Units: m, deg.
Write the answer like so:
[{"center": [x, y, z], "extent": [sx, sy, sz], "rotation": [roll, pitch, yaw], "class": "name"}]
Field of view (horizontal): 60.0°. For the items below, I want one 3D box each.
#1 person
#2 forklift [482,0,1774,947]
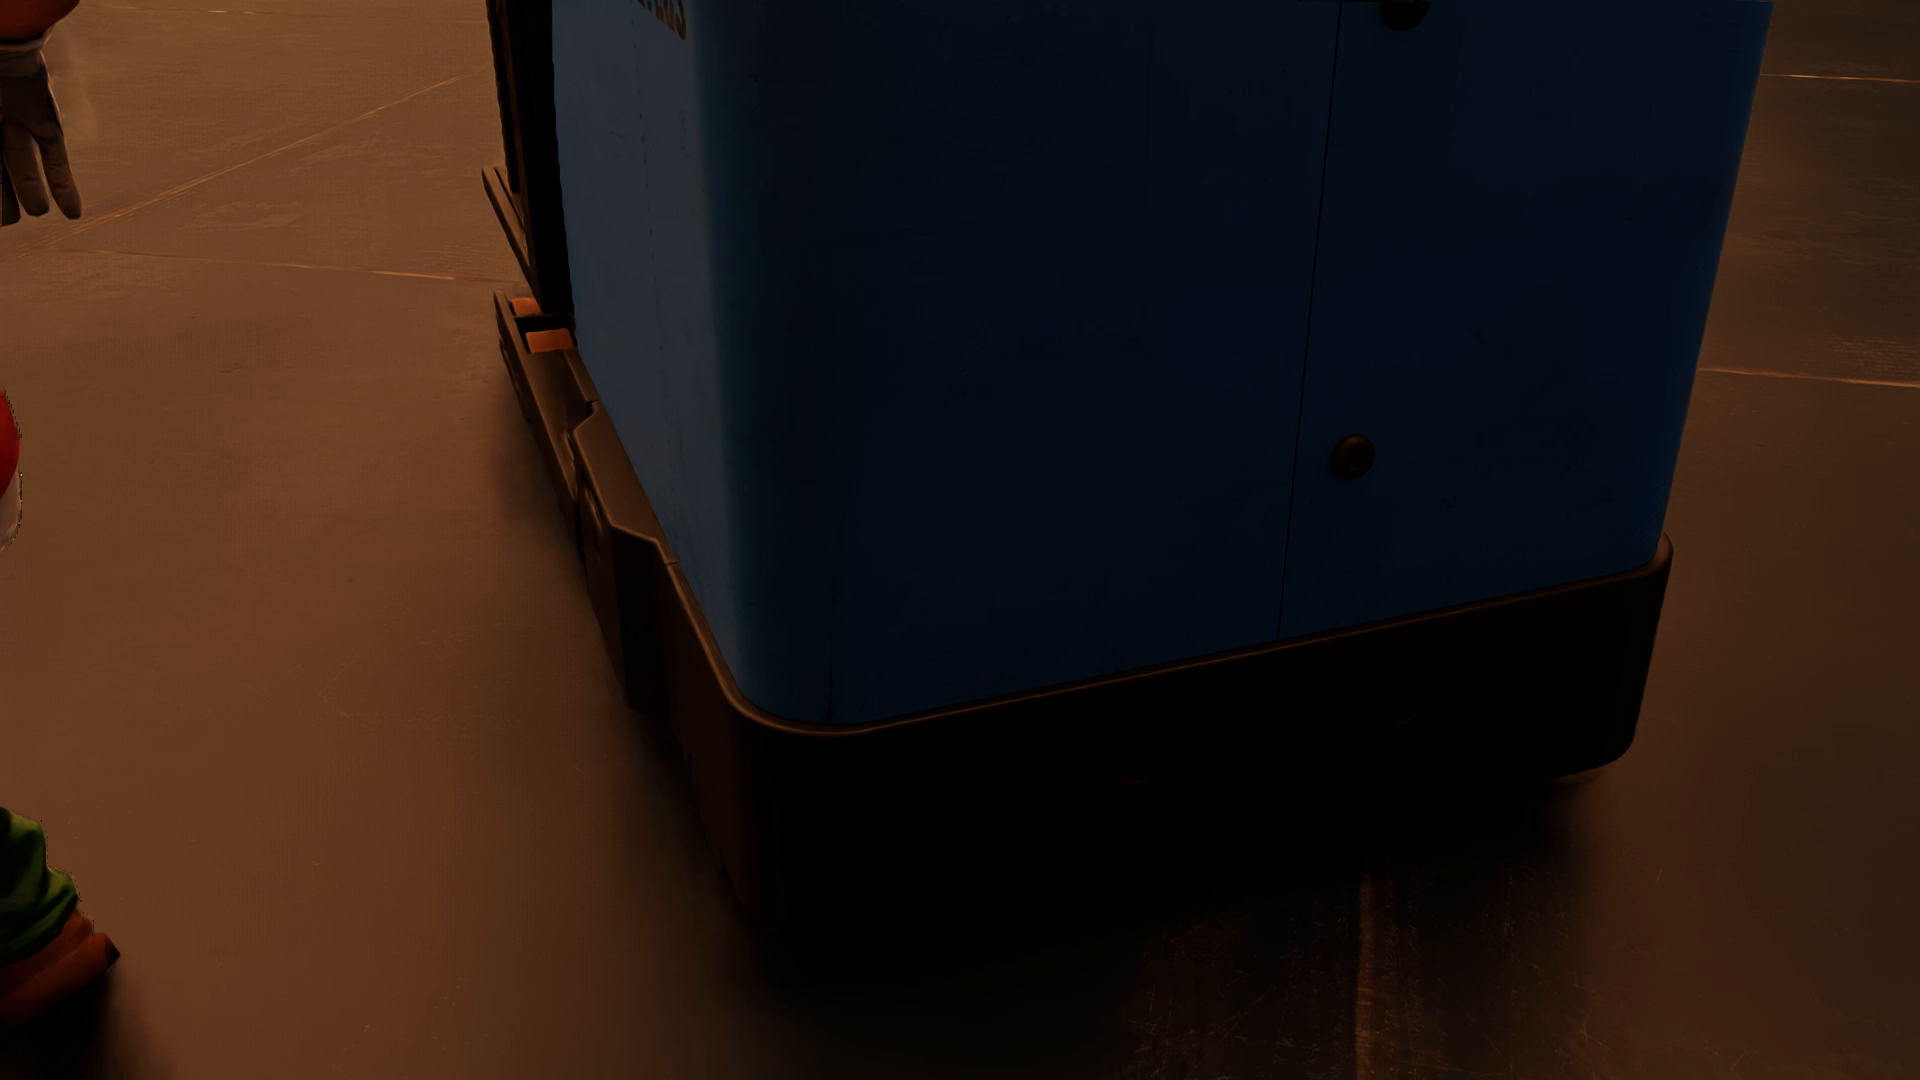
[{"center": [-1.002, -0.117, 1.074], "extent": [0.877, 1.556, 0.870], "rotation": [15, 30, 26], "class": "person"}, {"center": [-0.213, -1.566, 2.351], "extent": [1.130, 2.935, 3.031], "rotation": [-9, 28, -18], "class": "forklift"}]
